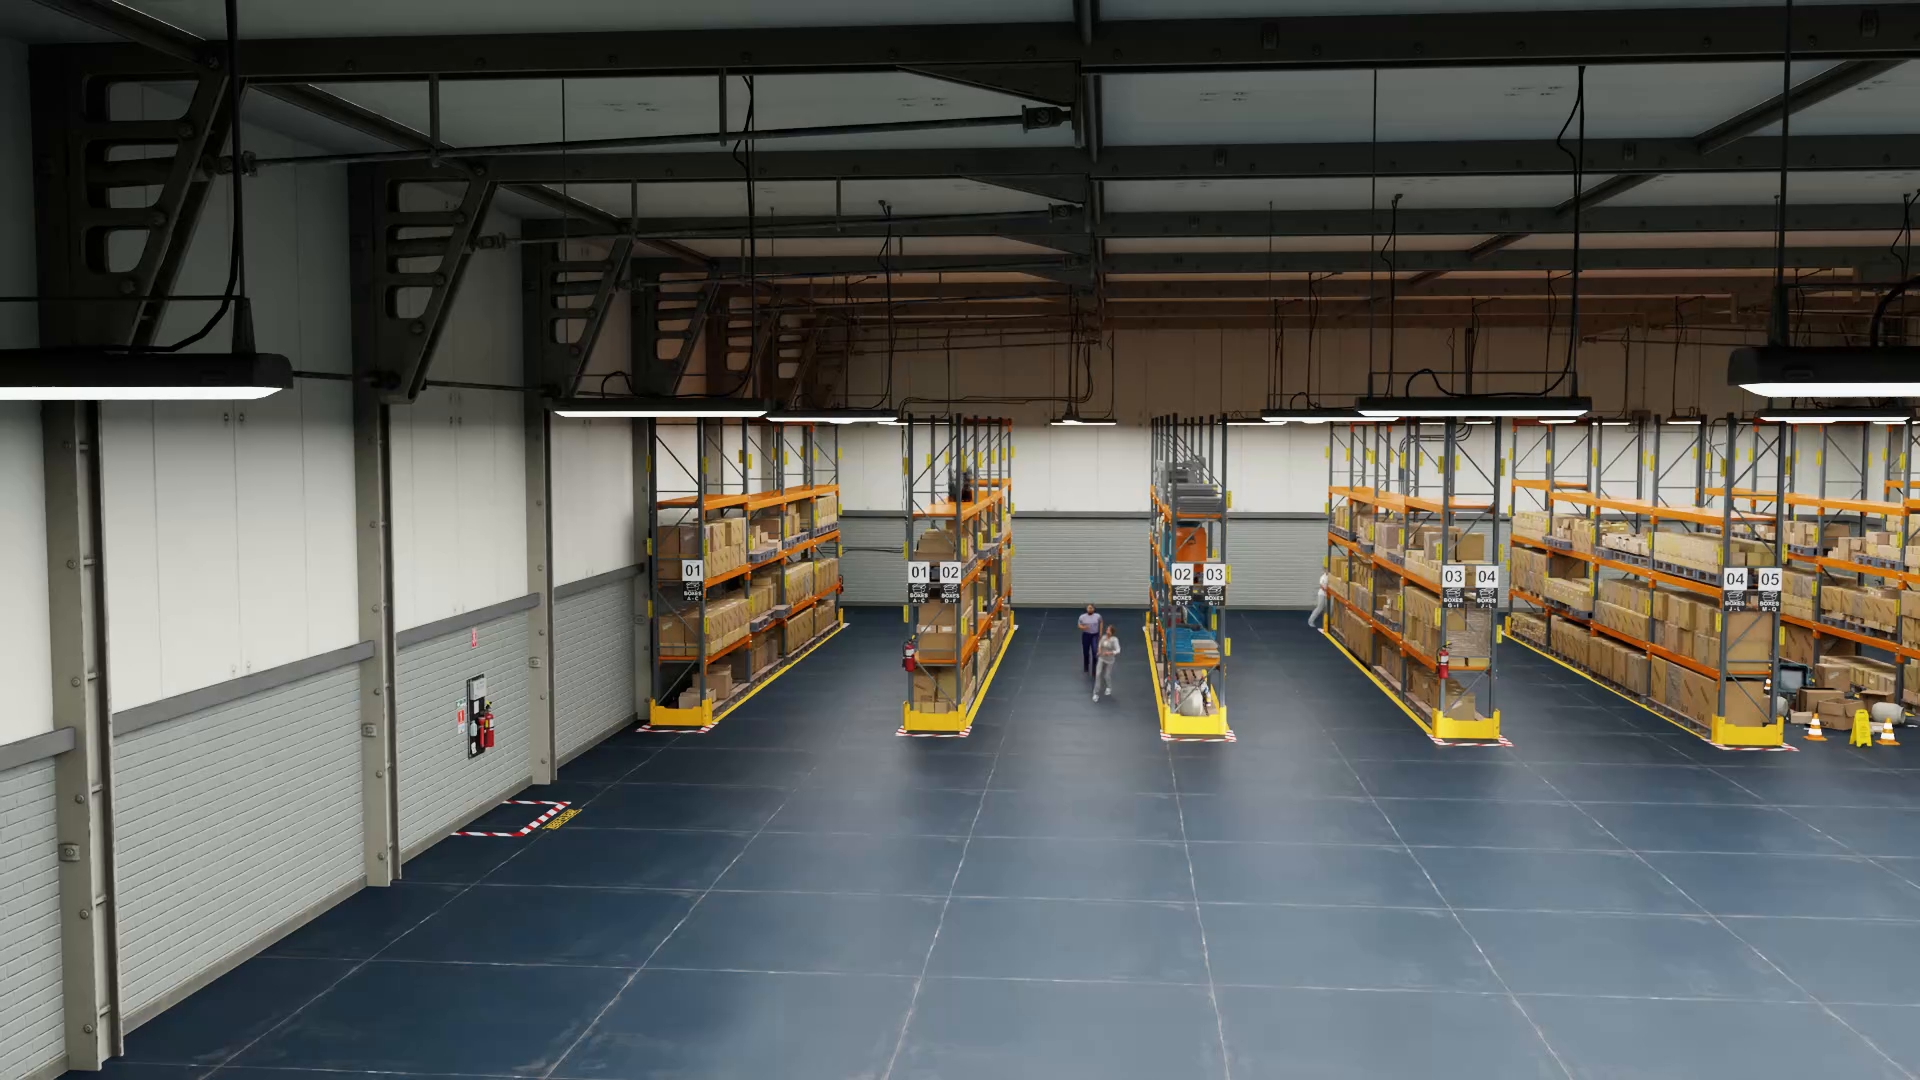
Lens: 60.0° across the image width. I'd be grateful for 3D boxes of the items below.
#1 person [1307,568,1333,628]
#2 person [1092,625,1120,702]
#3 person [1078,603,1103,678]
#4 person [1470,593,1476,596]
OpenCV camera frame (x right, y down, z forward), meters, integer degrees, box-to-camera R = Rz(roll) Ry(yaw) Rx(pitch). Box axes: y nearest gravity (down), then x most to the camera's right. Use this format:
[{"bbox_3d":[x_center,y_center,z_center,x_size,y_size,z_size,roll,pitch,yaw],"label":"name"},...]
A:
[{"bbox_3d":[10.492,1.614,47.617,0.979,1.770,0.690,2,4,28],"label":"person"},{"bbox_3d":[3.126,2.635,35.055,0.551,1.502,0.826,2,4,23],"label":"person"},{"bbox_3d":[3.021,2.310,38.528,0.587,1.707,0.839,0,4,3],"label":"person"},{"bbox_3d":[13.782,1.865,44.168,0.630,1.732,0.649,0,4,1],"label":"person"}]
